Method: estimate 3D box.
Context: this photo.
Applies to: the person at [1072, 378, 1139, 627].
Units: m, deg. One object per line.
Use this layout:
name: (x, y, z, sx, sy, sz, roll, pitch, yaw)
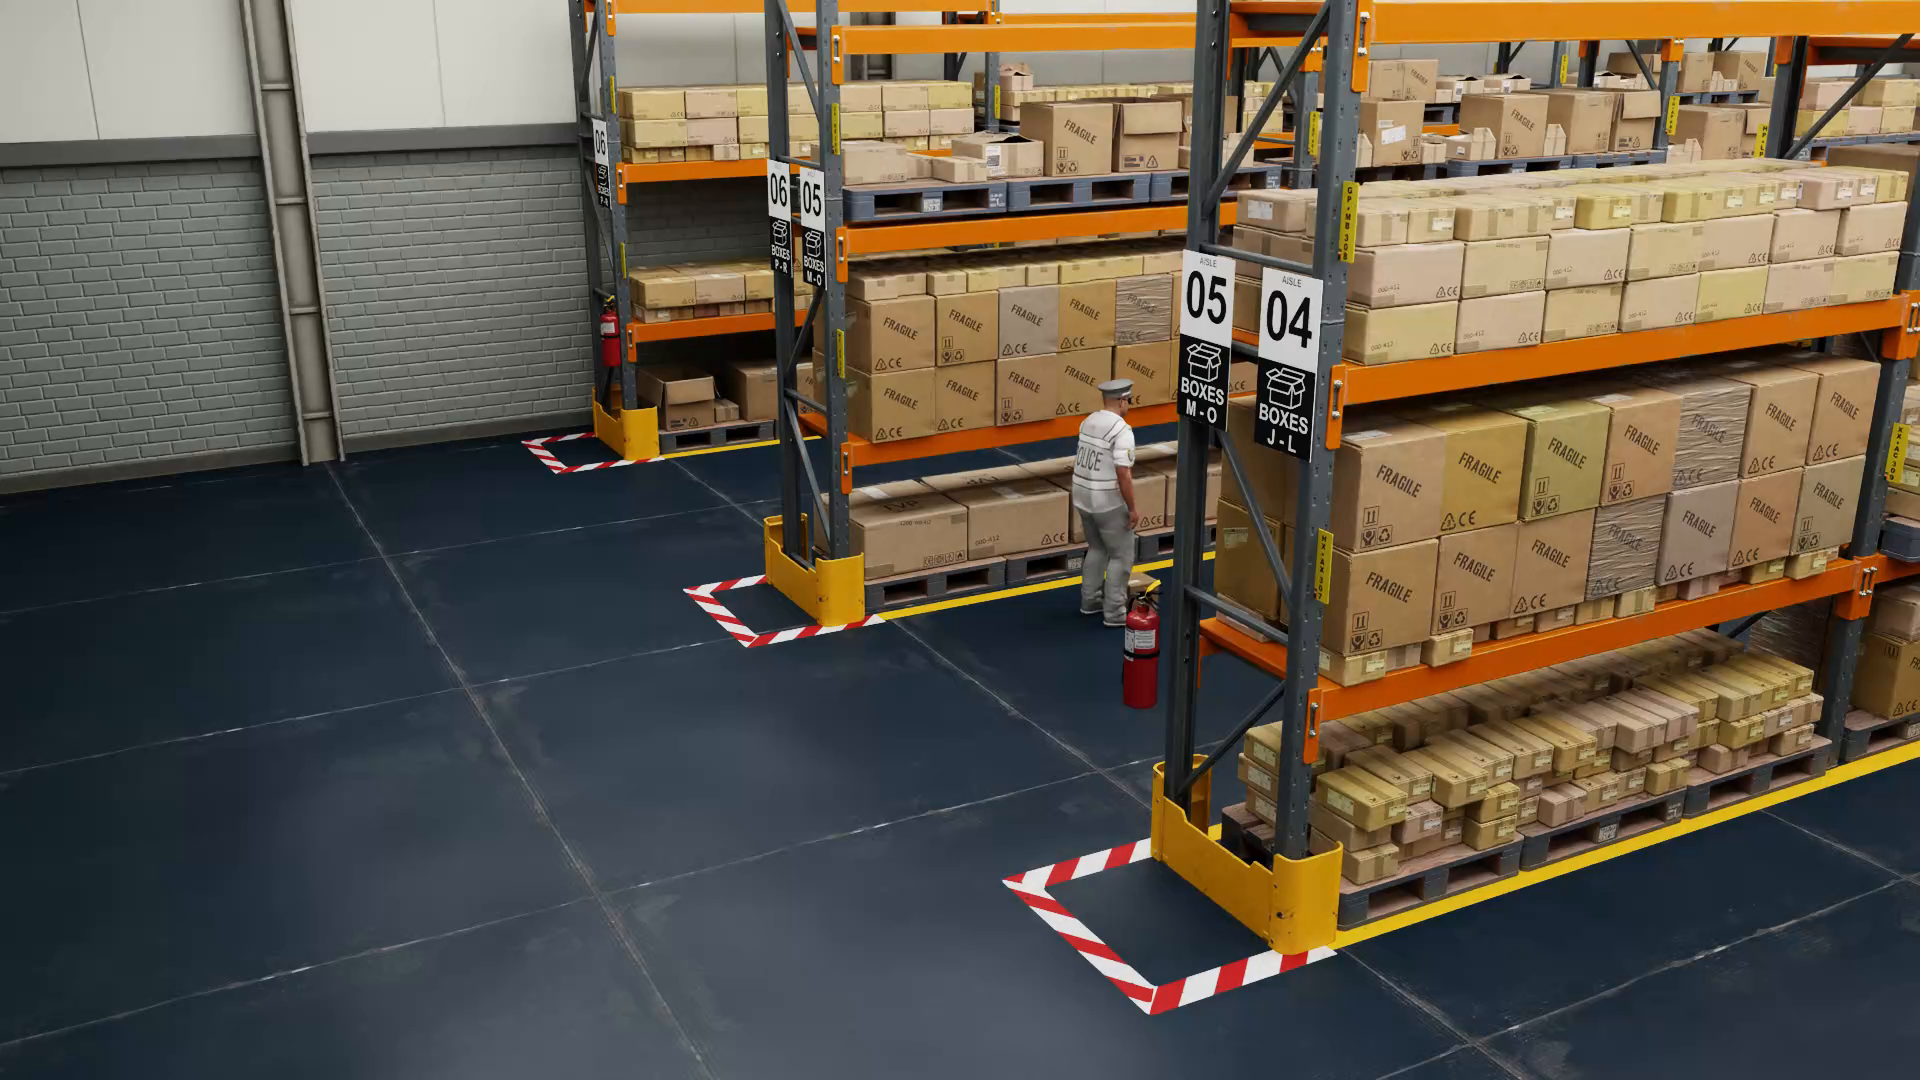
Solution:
person: (1.041, -0.268, 11.855, 0.437, 1.747, 0.604, -11, 21, -30)
